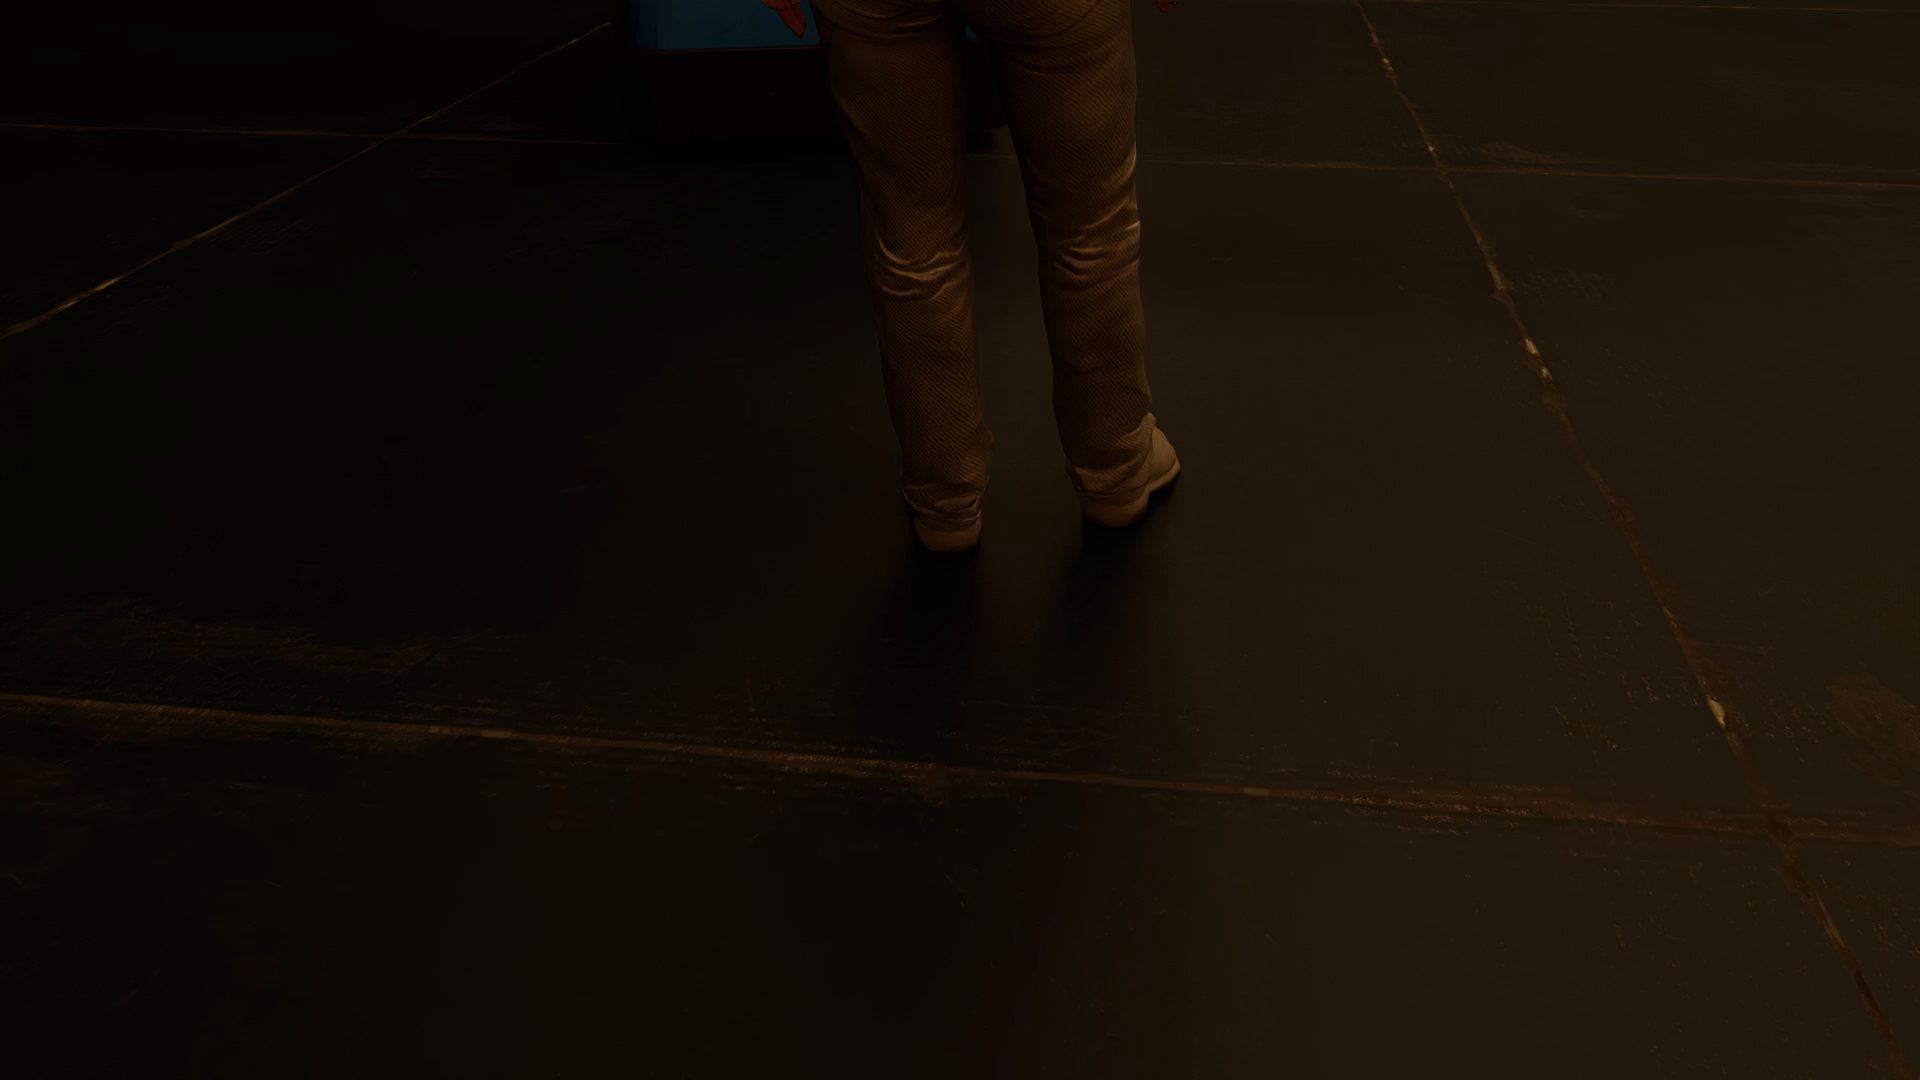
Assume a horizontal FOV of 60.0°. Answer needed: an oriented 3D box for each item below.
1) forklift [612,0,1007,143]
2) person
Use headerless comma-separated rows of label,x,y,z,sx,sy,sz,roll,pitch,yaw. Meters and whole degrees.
forklift,-0.635,-3.018,5.267,1.130,2.935,3.031,-5,27,-9
person,0.016,-0.828,2.156,0.633,1.775,0.566,3,27,7
